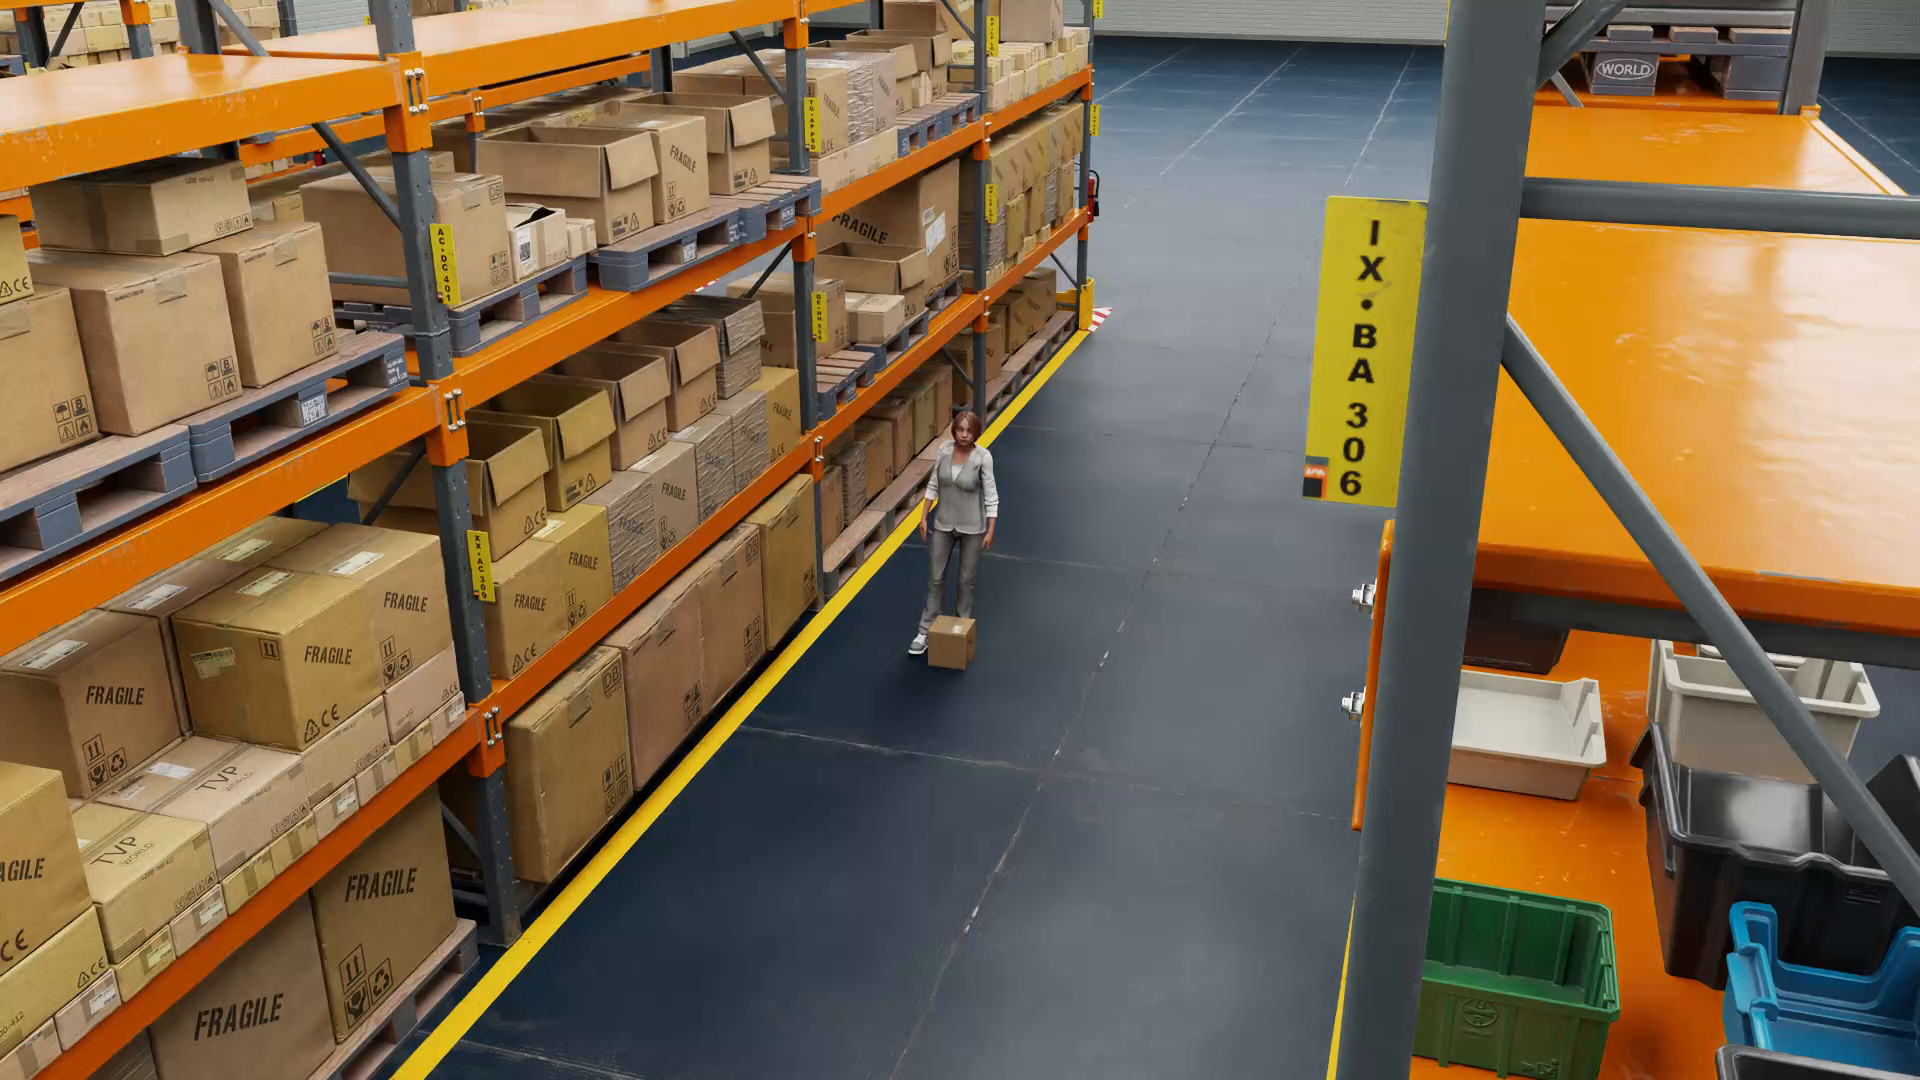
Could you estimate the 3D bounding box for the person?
[{"bbox_3d":[-0.035,-0.040,10.674,0.519,1.598,0.474,7,23,16],"label":"person"}]
